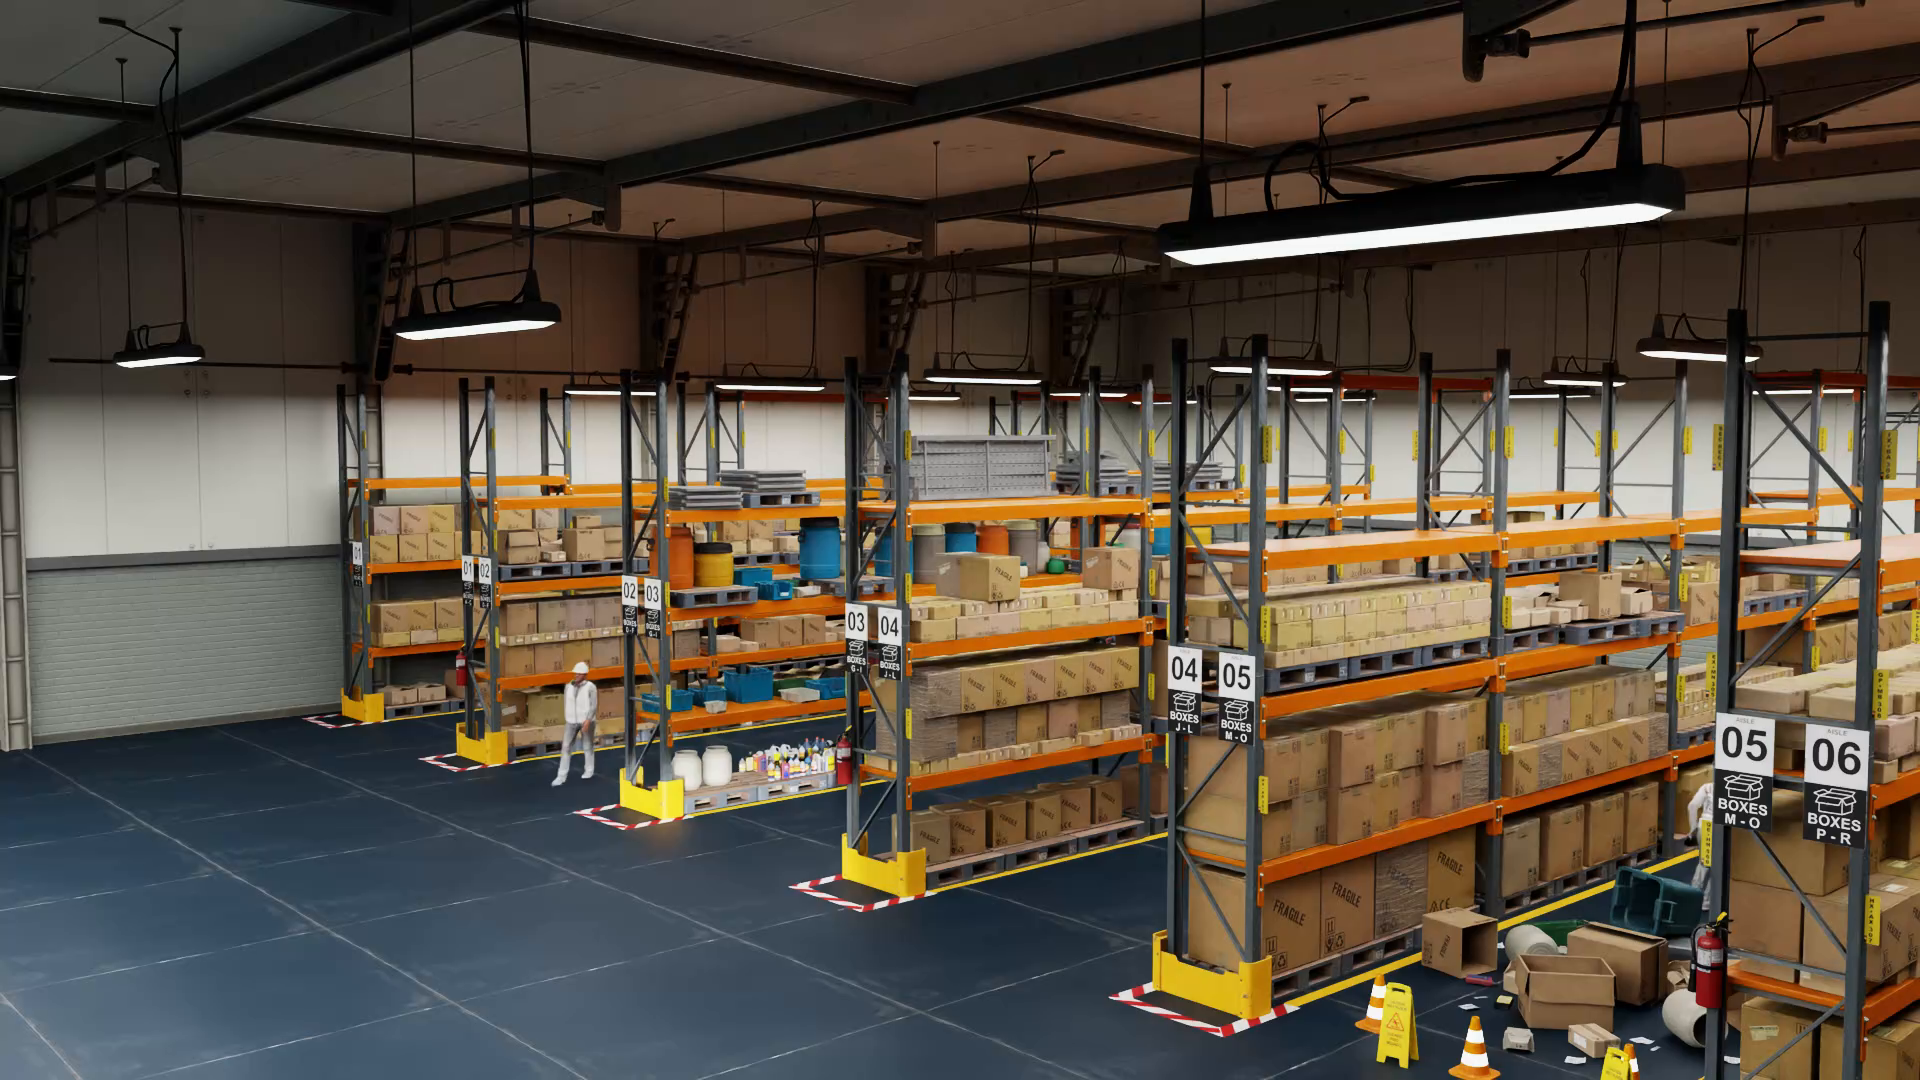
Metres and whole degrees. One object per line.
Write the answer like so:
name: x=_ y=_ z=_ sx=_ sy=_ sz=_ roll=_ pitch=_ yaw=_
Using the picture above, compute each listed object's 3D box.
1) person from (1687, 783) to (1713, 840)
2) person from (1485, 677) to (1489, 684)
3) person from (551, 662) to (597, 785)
person: x=8.289 y=2.958 z=18.112 sx=0.566 sy=0.665 sz=0.526 roll=-3 pitch=5 yaw=-39
person: x=7.541 y=2.793 z=23.553 sx=0.759 sy=1.838 sz=0.697 roll=-3 pitch=5 yaw=-39
person: x=-5.616 y=2.669 z=24.402 sx=0.590 sy=1.746 sz=0.798 roll=0 pitch=4 yaw=5
